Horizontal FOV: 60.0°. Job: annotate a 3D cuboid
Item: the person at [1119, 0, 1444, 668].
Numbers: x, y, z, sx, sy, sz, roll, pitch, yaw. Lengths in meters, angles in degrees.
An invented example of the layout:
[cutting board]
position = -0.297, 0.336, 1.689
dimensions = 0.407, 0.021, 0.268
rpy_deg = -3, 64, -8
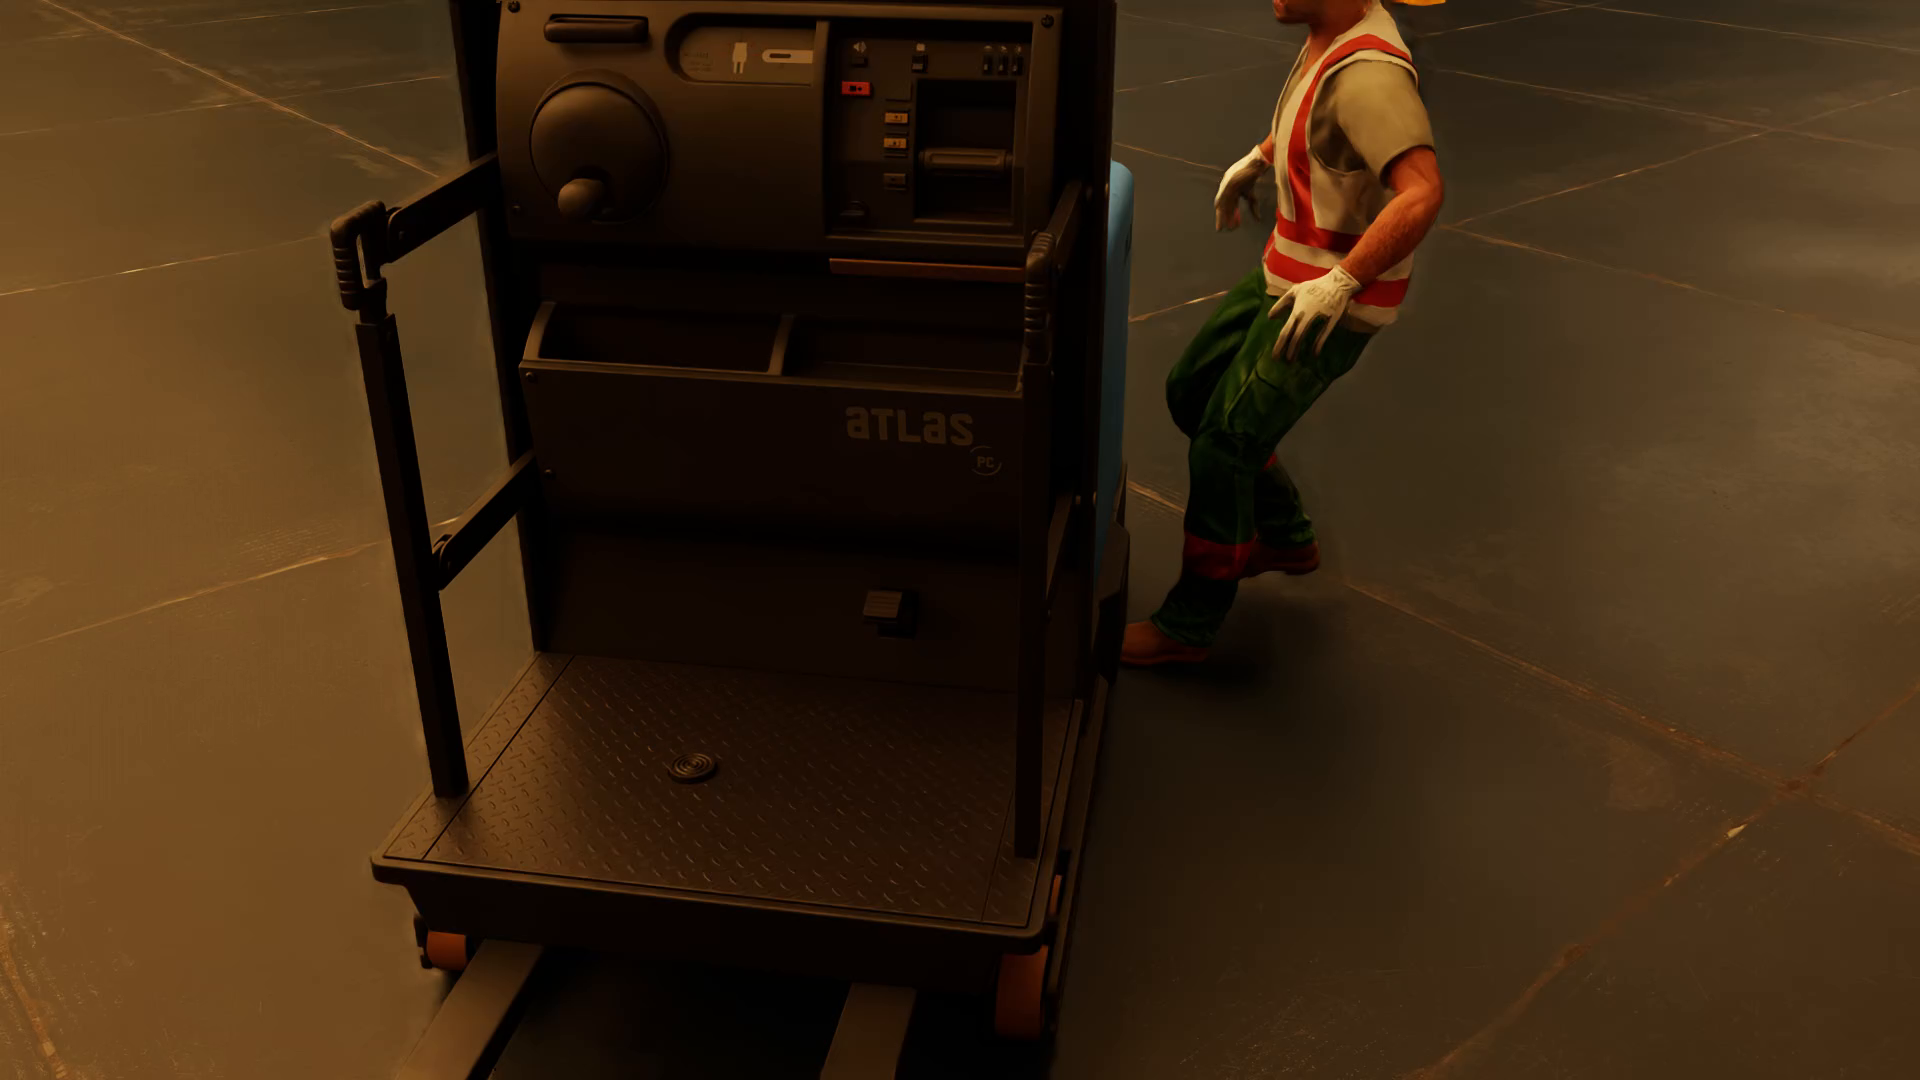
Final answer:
[person]
position = 0.655, -0.560, 3.749
dimensions = 0.682, 1.715, 0.997
rpy_deg = 2, 26, 4

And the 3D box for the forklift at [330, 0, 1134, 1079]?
[forklift]
position = -0.335, -0.645, 2.502
dimensions = 1.130, 2.935, 3.031
rpy_deg = 4, 27, 9
